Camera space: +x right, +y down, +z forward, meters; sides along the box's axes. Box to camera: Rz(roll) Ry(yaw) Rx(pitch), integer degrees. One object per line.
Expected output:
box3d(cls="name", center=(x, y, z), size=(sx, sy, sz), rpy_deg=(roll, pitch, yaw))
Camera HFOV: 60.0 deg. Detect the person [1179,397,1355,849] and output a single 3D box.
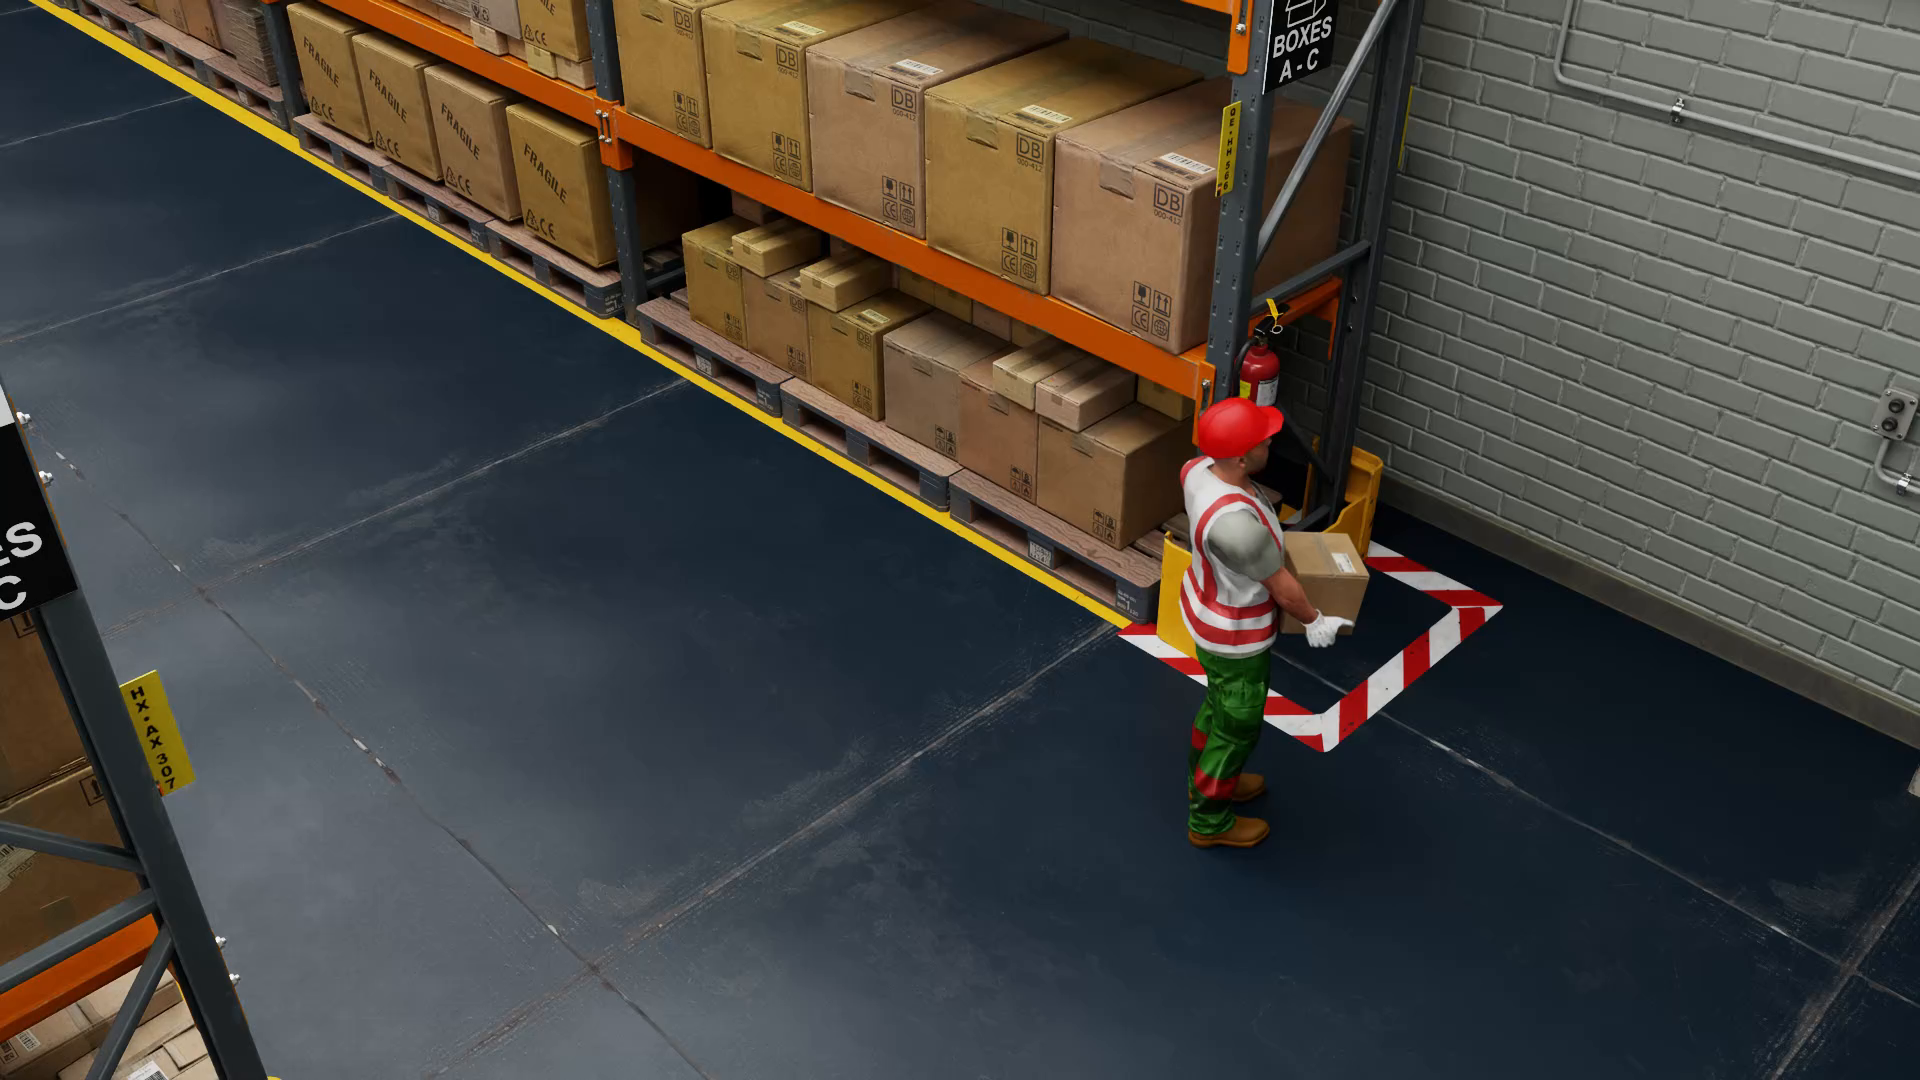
box3d(cls="person", center=(1.029, 0.283, 5.727), size=(0.568, 1.783, 0.494), rpy_deg=(-4, 35, -5))
